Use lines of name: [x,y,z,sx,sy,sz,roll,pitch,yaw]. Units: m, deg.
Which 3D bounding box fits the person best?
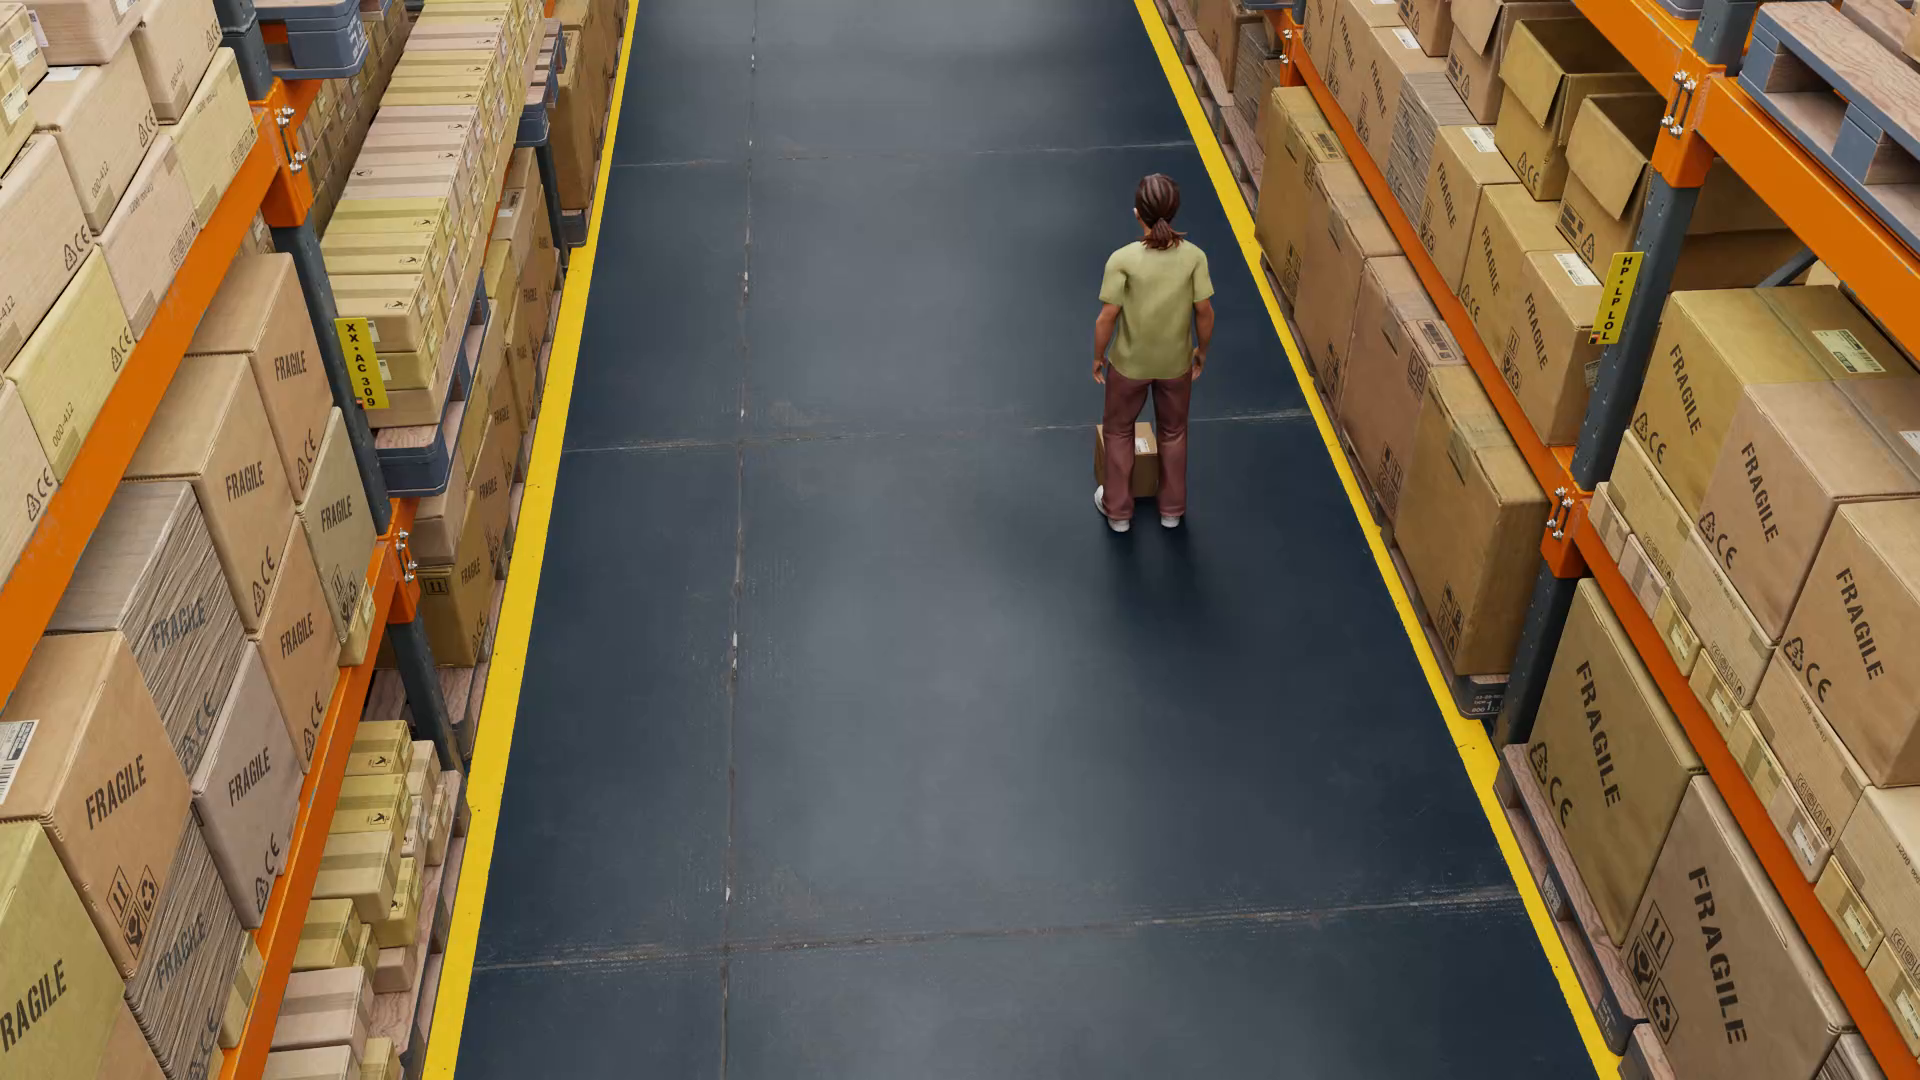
person: [0.806,-0.765,7.091,0.499,1.673,0.357,-3,39,-4]
